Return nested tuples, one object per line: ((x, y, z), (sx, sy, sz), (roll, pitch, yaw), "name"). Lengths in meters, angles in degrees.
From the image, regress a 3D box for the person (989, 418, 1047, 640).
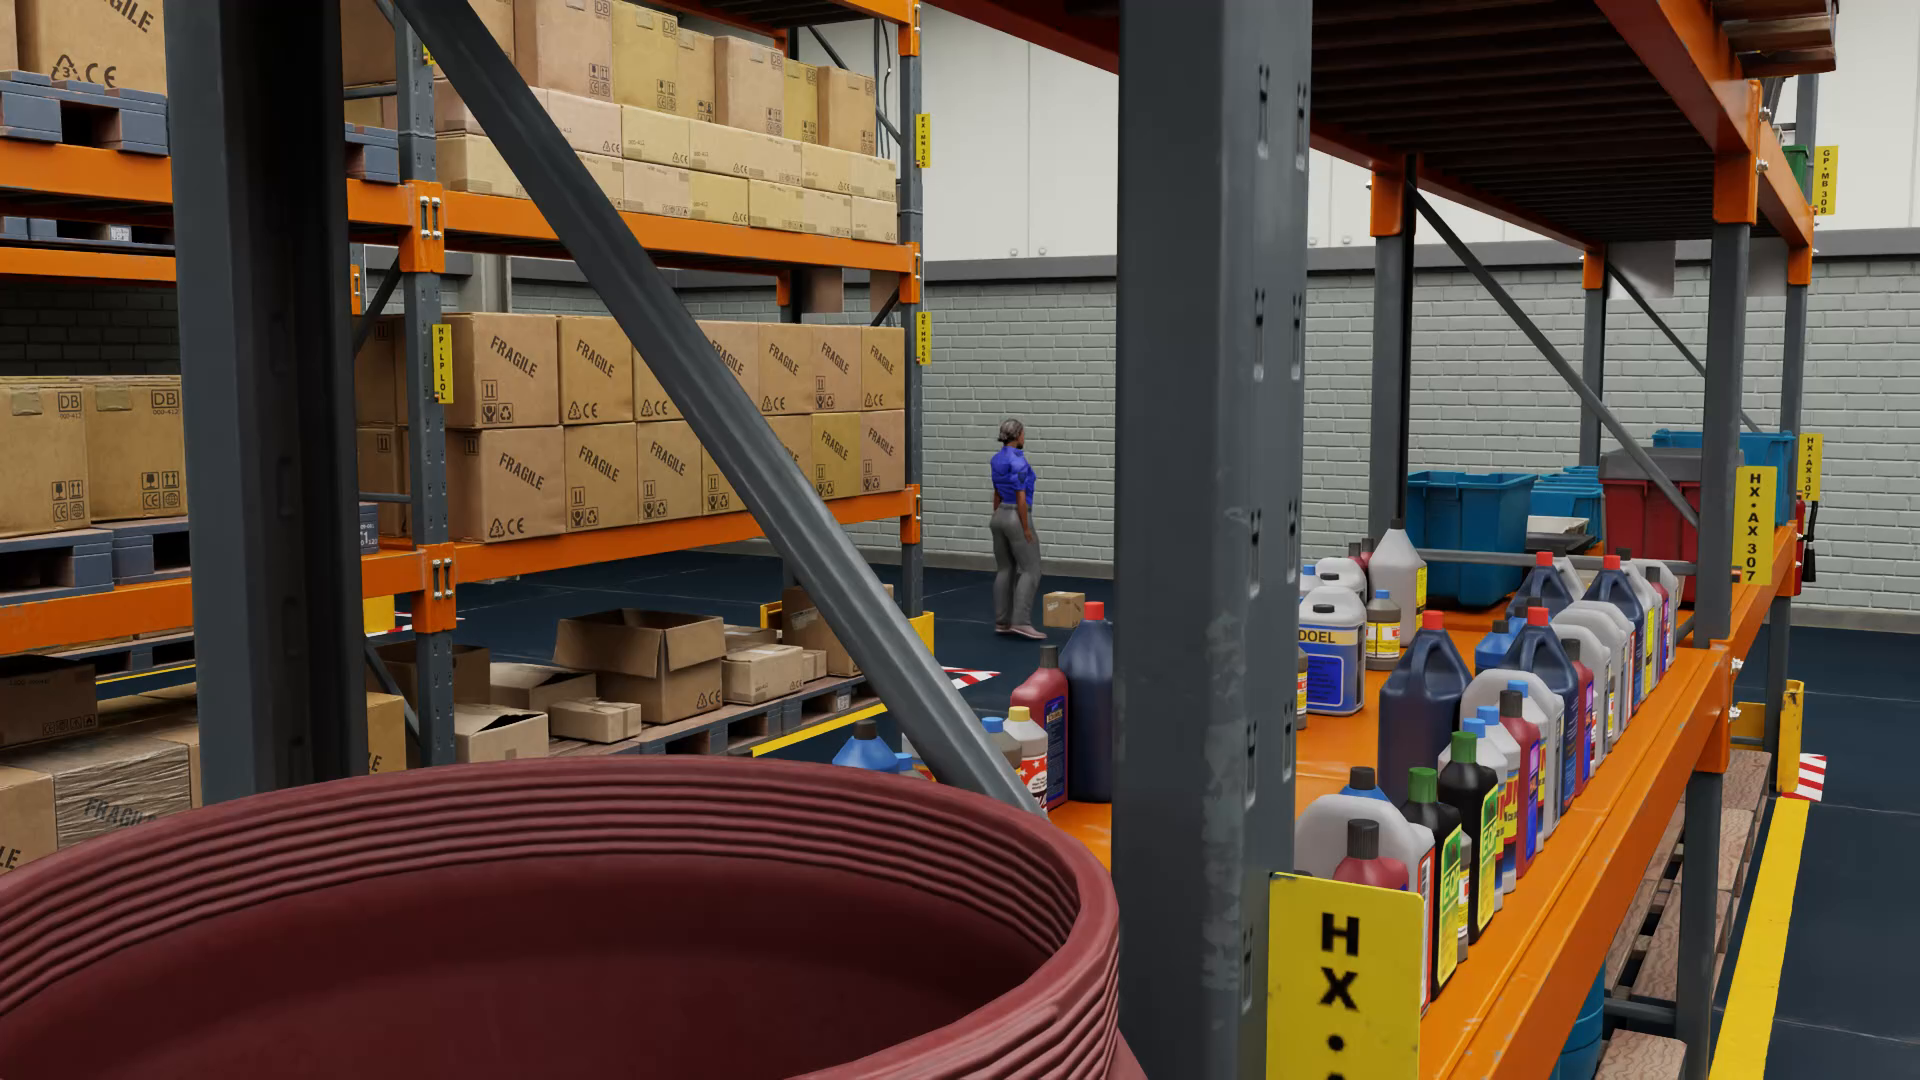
((0.442, -0.088, 12.712), (0.319, 1.677, 0.592), (-4, 7, -32), "person")
